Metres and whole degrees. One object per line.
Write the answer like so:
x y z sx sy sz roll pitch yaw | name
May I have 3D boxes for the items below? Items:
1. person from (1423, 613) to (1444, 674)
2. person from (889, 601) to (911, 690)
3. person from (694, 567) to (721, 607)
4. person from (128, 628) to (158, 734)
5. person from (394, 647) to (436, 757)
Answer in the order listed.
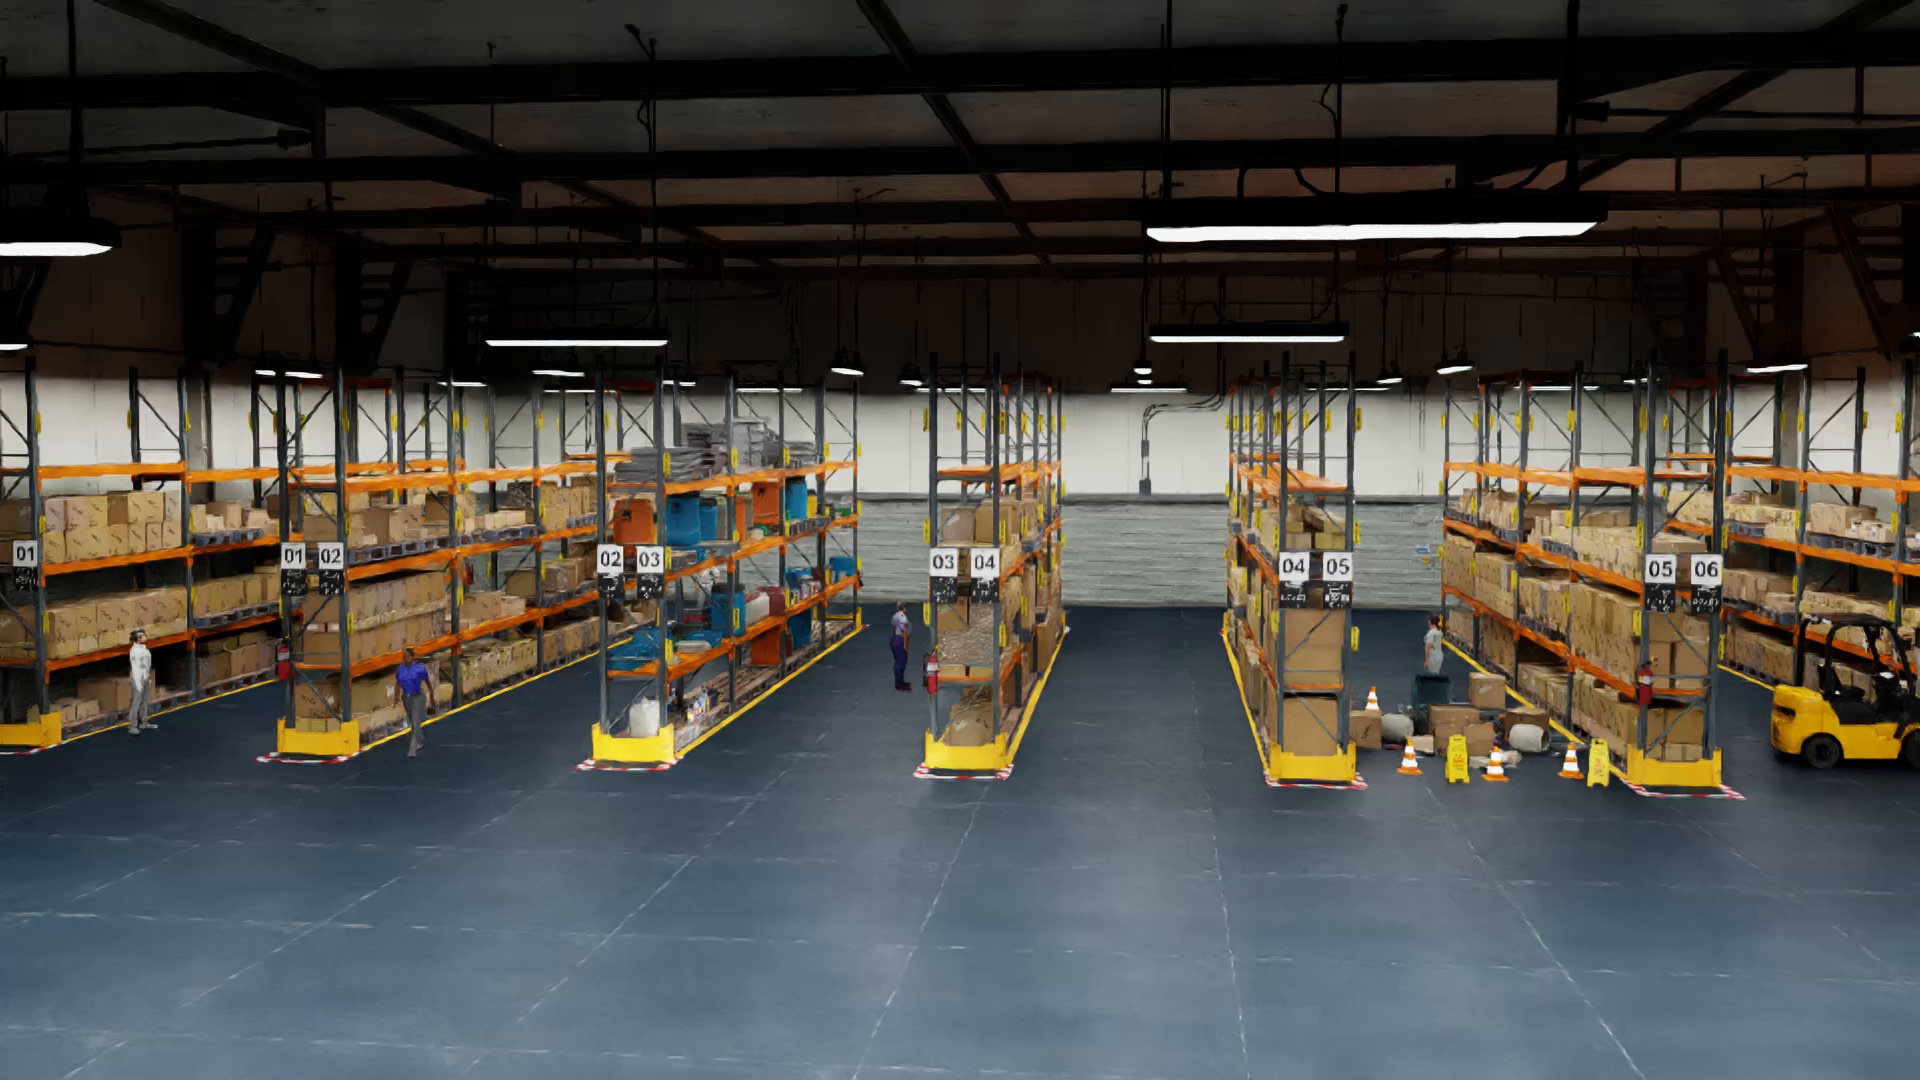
8.220 2.100 28.992 0.574 1.664 0.564 3 5 35 | person
-1.086 1.963 31.197 0.429 1.656 0.533 -2 4 -23 | person
-6.309 1.221 41.435 0.666 1.714 0.538 0 4 4 | person
-13.216 2.250 26.834 0.365 1.679 0.586 -1 4 -9 | person
-8.291 2.424 25.180 0.544 1.590 0.896 1 4 9 | person
